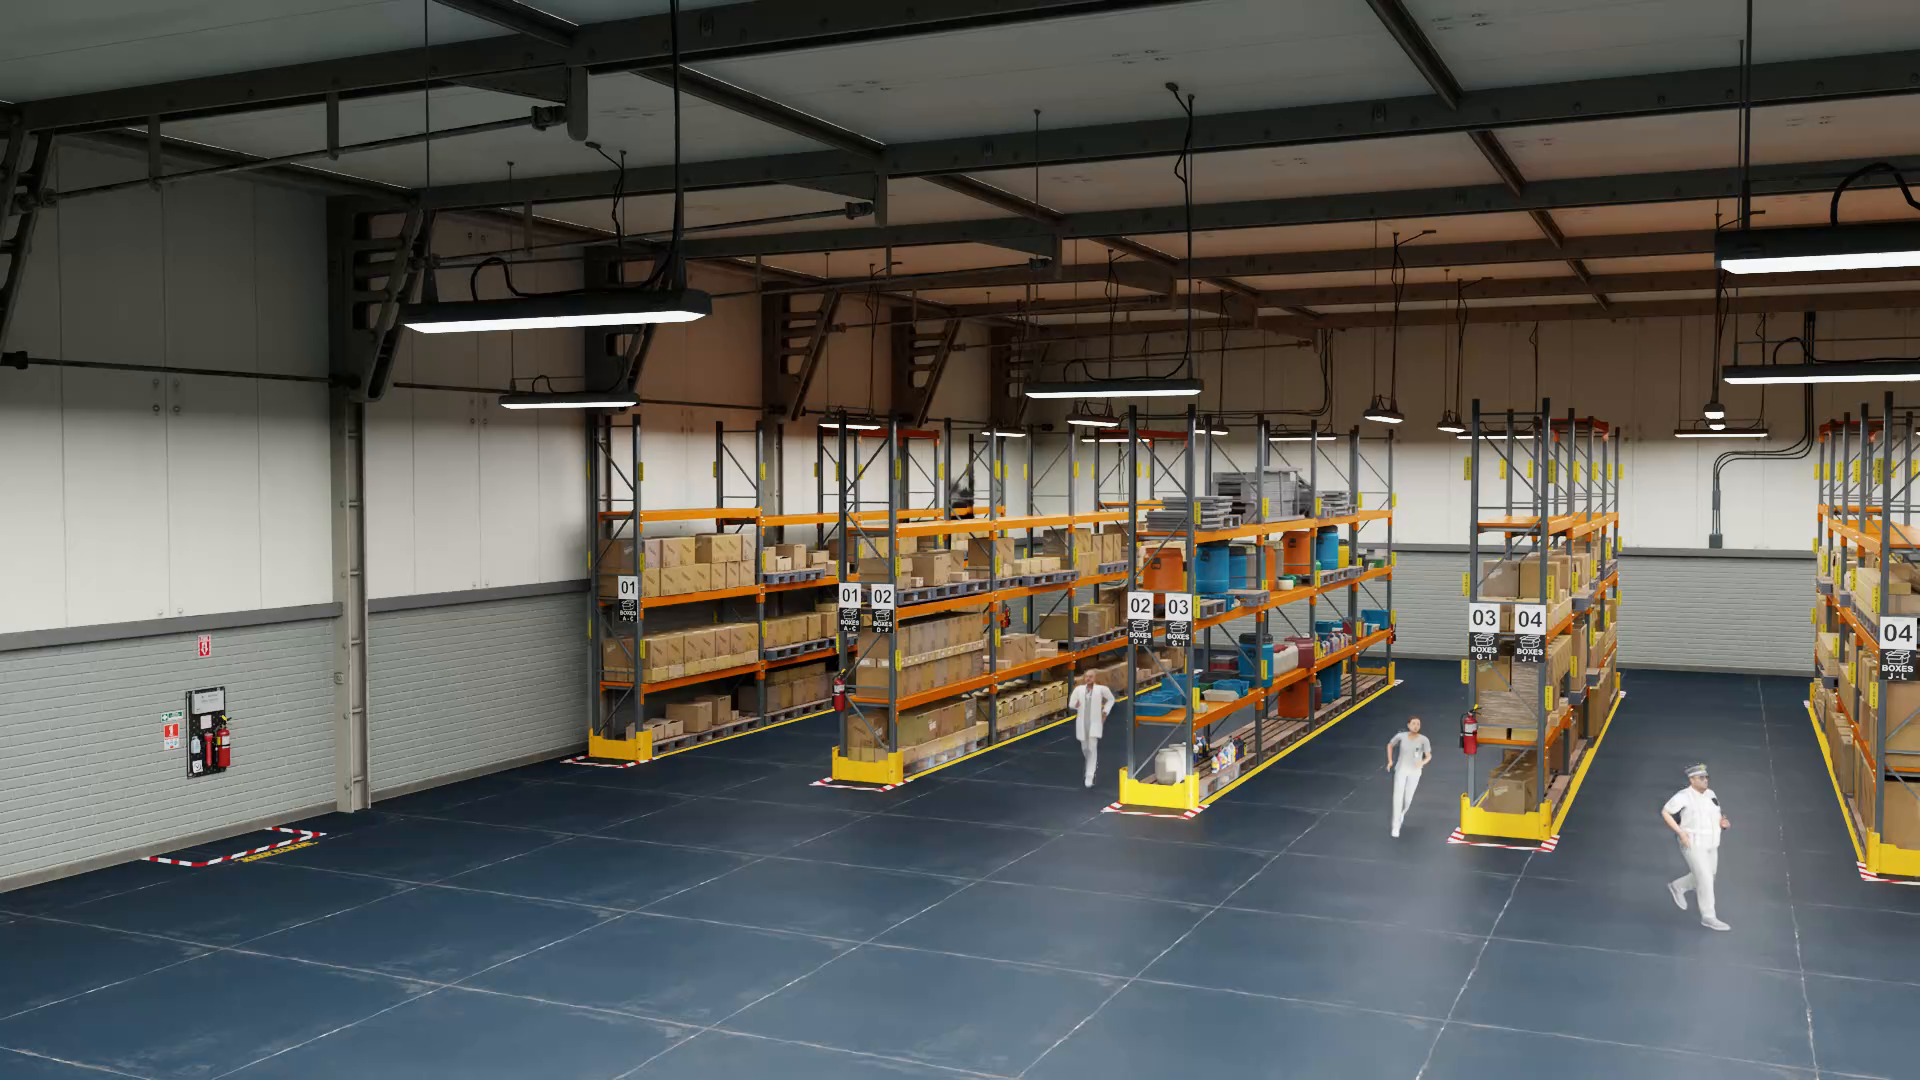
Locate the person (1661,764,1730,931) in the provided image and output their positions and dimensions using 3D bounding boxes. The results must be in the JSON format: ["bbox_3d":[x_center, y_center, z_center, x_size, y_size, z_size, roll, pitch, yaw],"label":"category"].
[{"bbox_3d":[8.178,3.350,18.398,0.673,1.754,0.902,-1,3,-24],"label":"person"}]

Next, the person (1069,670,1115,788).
[{"bbox_3d":[2.090,2.997,26.728,0.694,1.828,0.877,1,3,22],"label":"person"}]

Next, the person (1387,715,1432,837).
[{"bbox_3d":[6.234,3.242,23.084,0.599,1.646,0.849,1,2,15],"label":"person"}]
